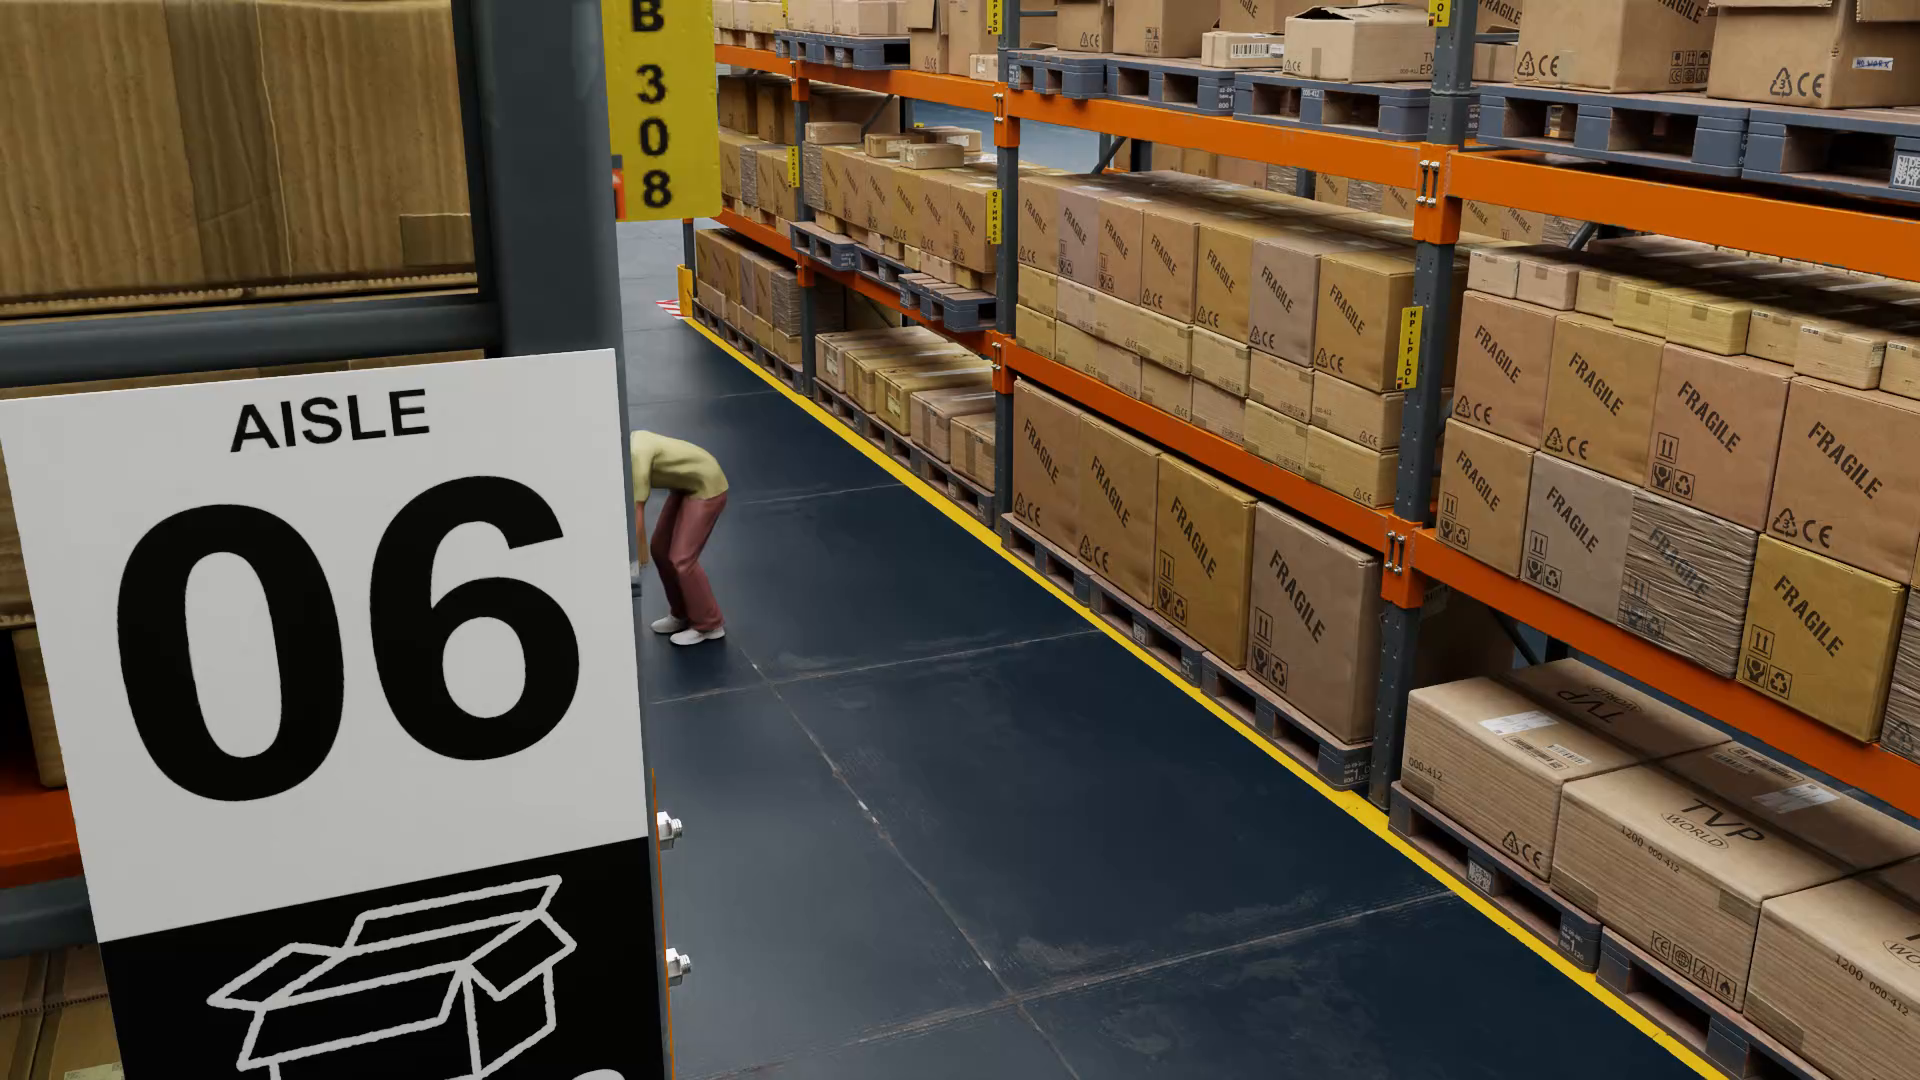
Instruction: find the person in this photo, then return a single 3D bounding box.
[{"bbox_3d":[-1.637,-0.059,8.863,0.819,1.273,0.418,-9,21,-24],"label":"person"}]
